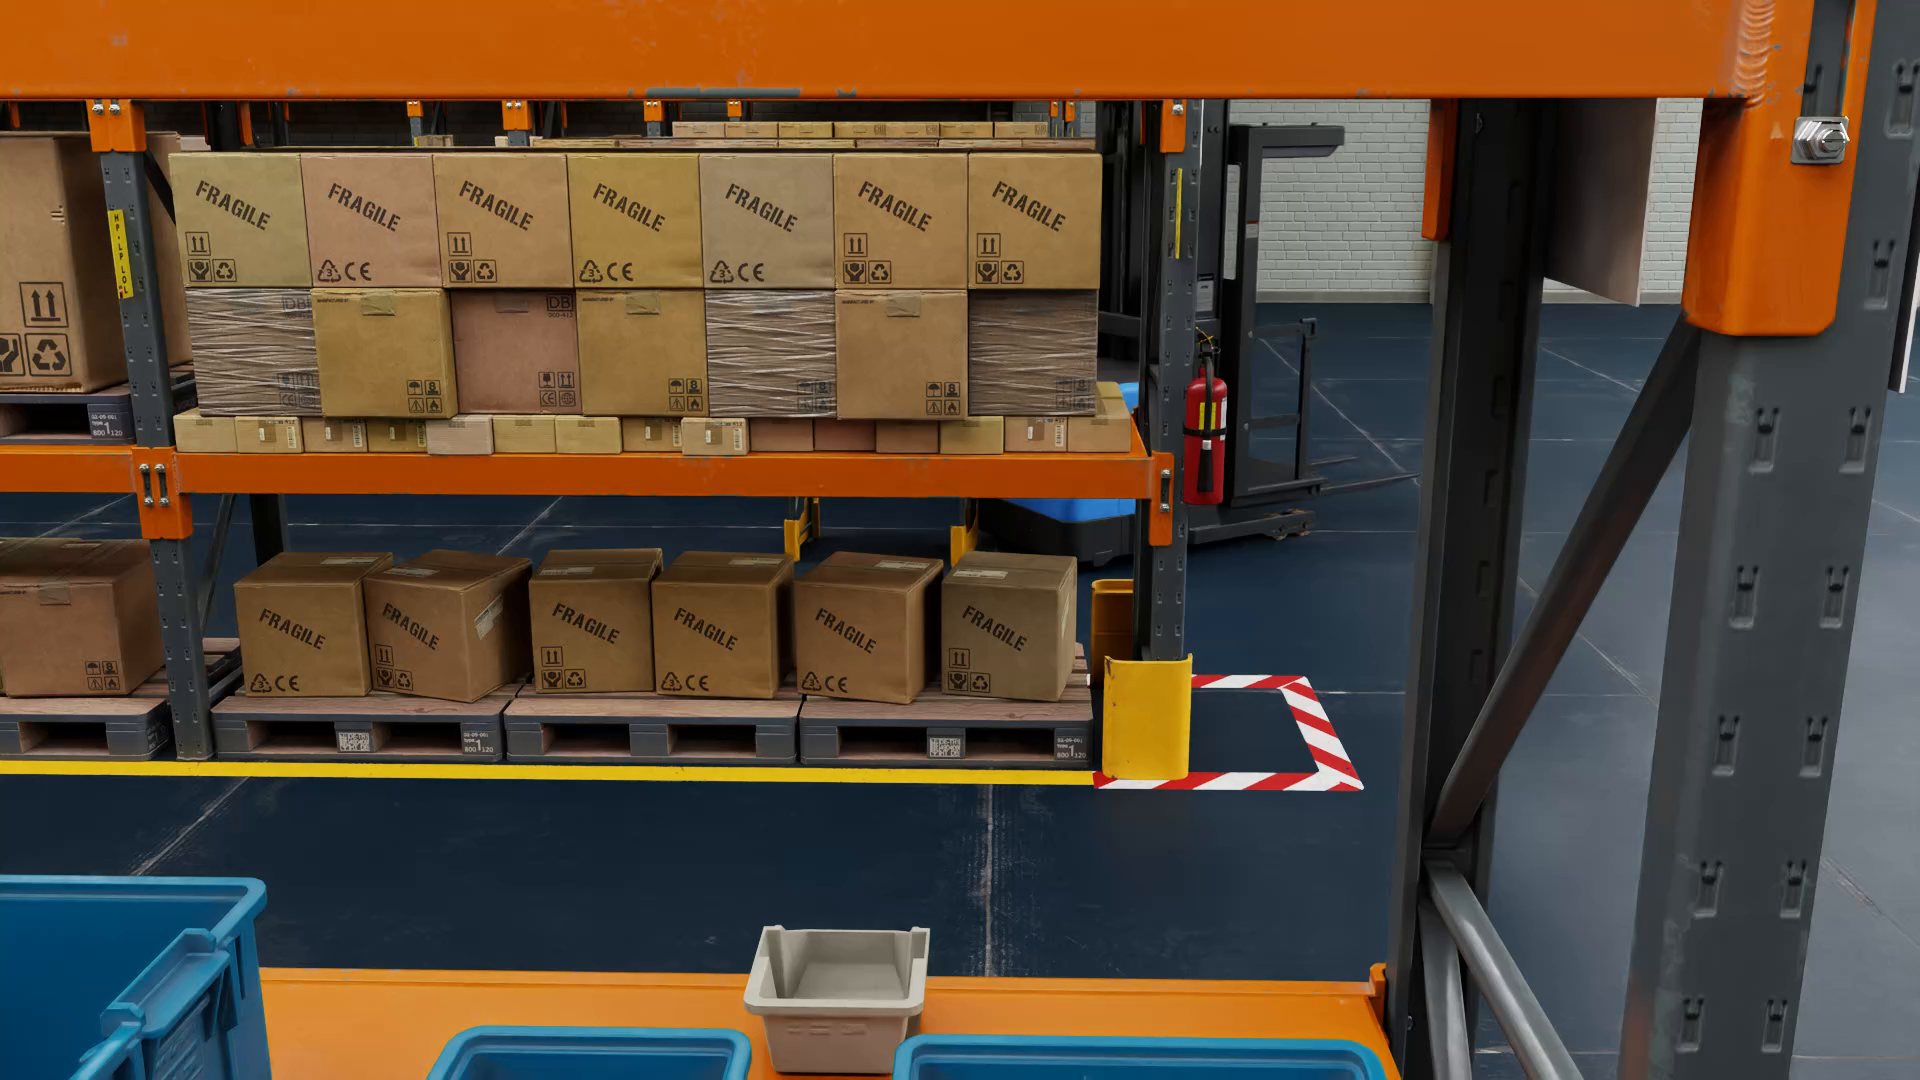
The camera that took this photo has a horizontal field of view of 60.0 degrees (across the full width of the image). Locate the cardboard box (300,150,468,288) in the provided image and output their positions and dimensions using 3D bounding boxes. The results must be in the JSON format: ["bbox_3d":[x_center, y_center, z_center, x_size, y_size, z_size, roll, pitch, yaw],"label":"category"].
[{"bbox_3d":[-2.215,-1.265,6.516,0.500,0.500,0.500,0,15,1],"label":"cardboard box"}]

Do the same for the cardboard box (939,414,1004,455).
[{"bbox_3d":[0.049,-0.452,6.666,0.250,0.149,0.380,0,15,1],"label":"cardboard box"}]

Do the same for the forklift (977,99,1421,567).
[{"bbox_3d":[1.636,-1.520,10.356,3.031,2.935,1.130,-9,17,-30],"label":"forklift"}]

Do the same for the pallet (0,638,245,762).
[{"bbox_3d":[-3.936,0.683,7.336,1.213,0.211,1.003,0,15,1],"label":"pallet"}]

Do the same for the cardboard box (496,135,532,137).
[{"bbox_3d":[-4.455,-3.970,16.635,0.250,0.149,0.380,1,15,5],"label":"cardboard box"}]

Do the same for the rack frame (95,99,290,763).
[{"bbox_3d":[-3.158,-0.660,6.962,0.127,3.000,1.000,0,15,1],"label":"rack frame"}]

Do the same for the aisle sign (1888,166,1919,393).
[{"bbox_3d":[0.778,-0.552,1.455,0.004,0.787,0.394,0,15,1],"label":"aisle sign"}]

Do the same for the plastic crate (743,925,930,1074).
[{"bbox_3d":[-0.172,0.669,2.443,0.250,0.136,0.298,0,15,1],"label":"plastic crate"}]

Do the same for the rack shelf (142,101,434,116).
[{"bbox_3d":[-8.780,-5.595,21.197,4.000,0.370,1.077,0,15,1],"label":"rack shelf"}]

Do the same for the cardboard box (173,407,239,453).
[{"bbox_3d":[-2.951,-0.461,6.698,0.250,0.149,0.380,0,15,1],"label":"cardboard box"}]

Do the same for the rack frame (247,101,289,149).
[{"bbox_3d":[-6.904,-3.213,16.640,0.127,3.000,1.000,0,15,1],"label":"rack frame"}]

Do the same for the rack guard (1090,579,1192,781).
[{"bbox_3d":[0.765,0.574,7.184,0.348,0.500,1.175,0,15,1],"label":"rack guard"}]

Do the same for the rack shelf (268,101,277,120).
[{"bbox_3d":[-8.903,-4.329,16.399,4.000,0.370,1.077,0,15,1],"label":"rack shelf"}]

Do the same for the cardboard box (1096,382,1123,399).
[{"bbox_3d":[0.562,-0.575,7.133,0.250,0.149,0.380,0,15,1],"label":"cardboard box"}]

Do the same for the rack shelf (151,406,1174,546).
[{"bbox_3d":[-1.159,-0.299,7.005,4.000,0.370,1.077,0,15,1],"label":"rack shelf"}]

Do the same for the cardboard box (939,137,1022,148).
[{"bbox_3d":[0.146,-2.485,11.469,0.550,0.550,0.875,0,15,1],"label":"cardboard box"}]

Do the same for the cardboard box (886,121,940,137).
[{"bbox_3d":[-0.441,-3.767,15.999,0.500,0.500,0.700,0,15,1],"label":"cardboard box"}]

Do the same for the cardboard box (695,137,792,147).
[{"bbox_3d":[-1.473,-2.495,11.507,0.550,0.550,0.875,0,15,1],"label":"cardboard box"}]

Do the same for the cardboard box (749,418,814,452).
[{"bbox_3d":[-0.700,-0.466,6.718,0.250,0.149,0.380,0,15,1],"label":"cardboard box"}]

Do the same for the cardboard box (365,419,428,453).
[{"bbox_3d":[-2.200,-0.462,6.703,0.250,0.149,0.380,0,15,1],"label":"cardboard box"}]

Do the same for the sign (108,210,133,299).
[{"bbox_3d":[-3.169,-1.078,6.278,0.005,0.325,0.100,0,15,1],"label":"sign"}]

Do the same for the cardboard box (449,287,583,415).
[{"bbox_3d":[-1.708,-0.844,6.879,0.500,0.500,0.875,0,15,1],"label":"cardboard box"}]

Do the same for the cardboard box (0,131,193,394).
[{"bbox_3d":[-3.949,-1.194,6.987,1.000,1.000,1.000,0,15,2],"label":"cardboard box"}]

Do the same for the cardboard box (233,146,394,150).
[{"bbox_3d":[-2.701,-1.403,7.039,0.500,0.500,0.500,0,15,1],"label":"cardboard box"}]

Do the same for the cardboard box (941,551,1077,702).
[{"bbox_3d":[0.217,0.363,7.160,0.500,0.500,0.500,3,15,12],"label":"cardboard box"}]

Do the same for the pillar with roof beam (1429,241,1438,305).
[{"bbox_3d":[6.432,-6.425,17.054,0.400,9.000,9.100,0,15,1],"label":"pillar with roof beam"}]

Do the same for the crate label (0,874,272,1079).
[{"bbox_3d":[-1.133,0.669,1.856,0.616,0.435,0.502,0,15,1],"label":"crate label"}]

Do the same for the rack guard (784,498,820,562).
[{"bbox_3d":[-0.957,-0.067,10.103,0.087,0.250,0.587,2,15,8],"label":"rack guard"}]

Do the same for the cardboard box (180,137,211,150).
[{"bbox_3d":[-7.427,-3.682,16.260,0.500,0.500,0.500,0,15,0],"label":"cardboard box"}]

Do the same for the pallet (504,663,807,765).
[{"bbox_3d":[-1.263,0.691,7.308,1.213,0.211,1.003,0,15,1],"label":"pallet"}]

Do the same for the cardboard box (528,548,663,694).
[{"bbox_3d":[-1.564,0.344,7.233,0.500,0.500,0.500,-1,15,-4],"label":"cardboard box"}]

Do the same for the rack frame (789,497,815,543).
[{"bbox_3d":[-0.959,-0.671,9.944,0.032,1.500,0.500,2,15,8],"label":"rack frame"}]

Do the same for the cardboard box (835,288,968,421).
[{"bbox_3d":[-0.211,-0.810,6.749,0.500,0.500,0.875,0,15,1],"label":"cardboard box"}]

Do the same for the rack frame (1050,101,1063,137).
[{"bbox_3d":[1.217,-4.427,21.241,0.127,3.000,1.000,0,15,1],"label":"rack frame"}]

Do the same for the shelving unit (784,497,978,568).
[{"bbox_3d":[-0.465,-0.652,9.873,1.083,1.500,0.587,2,15,8],"label":"shelving unit"}]

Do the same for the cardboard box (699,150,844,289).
[{"bbox_3d":[-0.715,-1.256,6.482,0.500,0.500,0.500,0,15,1],"label":"cardboard box"}]

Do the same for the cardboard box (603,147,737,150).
[{"bbox_3d":[-1.202,-1.392,6.999,0.500,0.500,0.500,0,15,1],"label":"cardboard box"}]

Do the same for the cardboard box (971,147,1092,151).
[{"bbox_3d":[0.298,-1.383,6.962,0.500,0.500,0.500,0,15,1],"label":"cardboard box"}]

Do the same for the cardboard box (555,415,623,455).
[{"bbox_3d":[-1.451,-0.454,6.674,0.250,0.149,0.380,0,15,1],"label":"cardboard box"}]

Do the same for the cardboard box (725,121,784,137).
[{"bbox_3d":[-1.961,-3.796,16.109,0.500,0.500,0.700,0,15,2],"label":"cardboard box"}]

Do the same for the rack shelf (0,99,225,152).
[{"bbox_3d":[-5.157,-1.776,6.721,4.000,0.370,1.077,0,15,1],"label":"rack shelf"}]

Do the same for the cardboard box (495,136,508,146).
[{"bbox_3d":[-4.336,-3.839,16.136,0.250,0.149,0.380,0,15,-1],"label":"cardboard box"}]

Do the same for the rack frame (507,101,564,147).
[{"bbox_3d":[-2.930,-1.924,11.754,0.127,3.000,1.000,0,15,1],"label":"rack frame"}]
